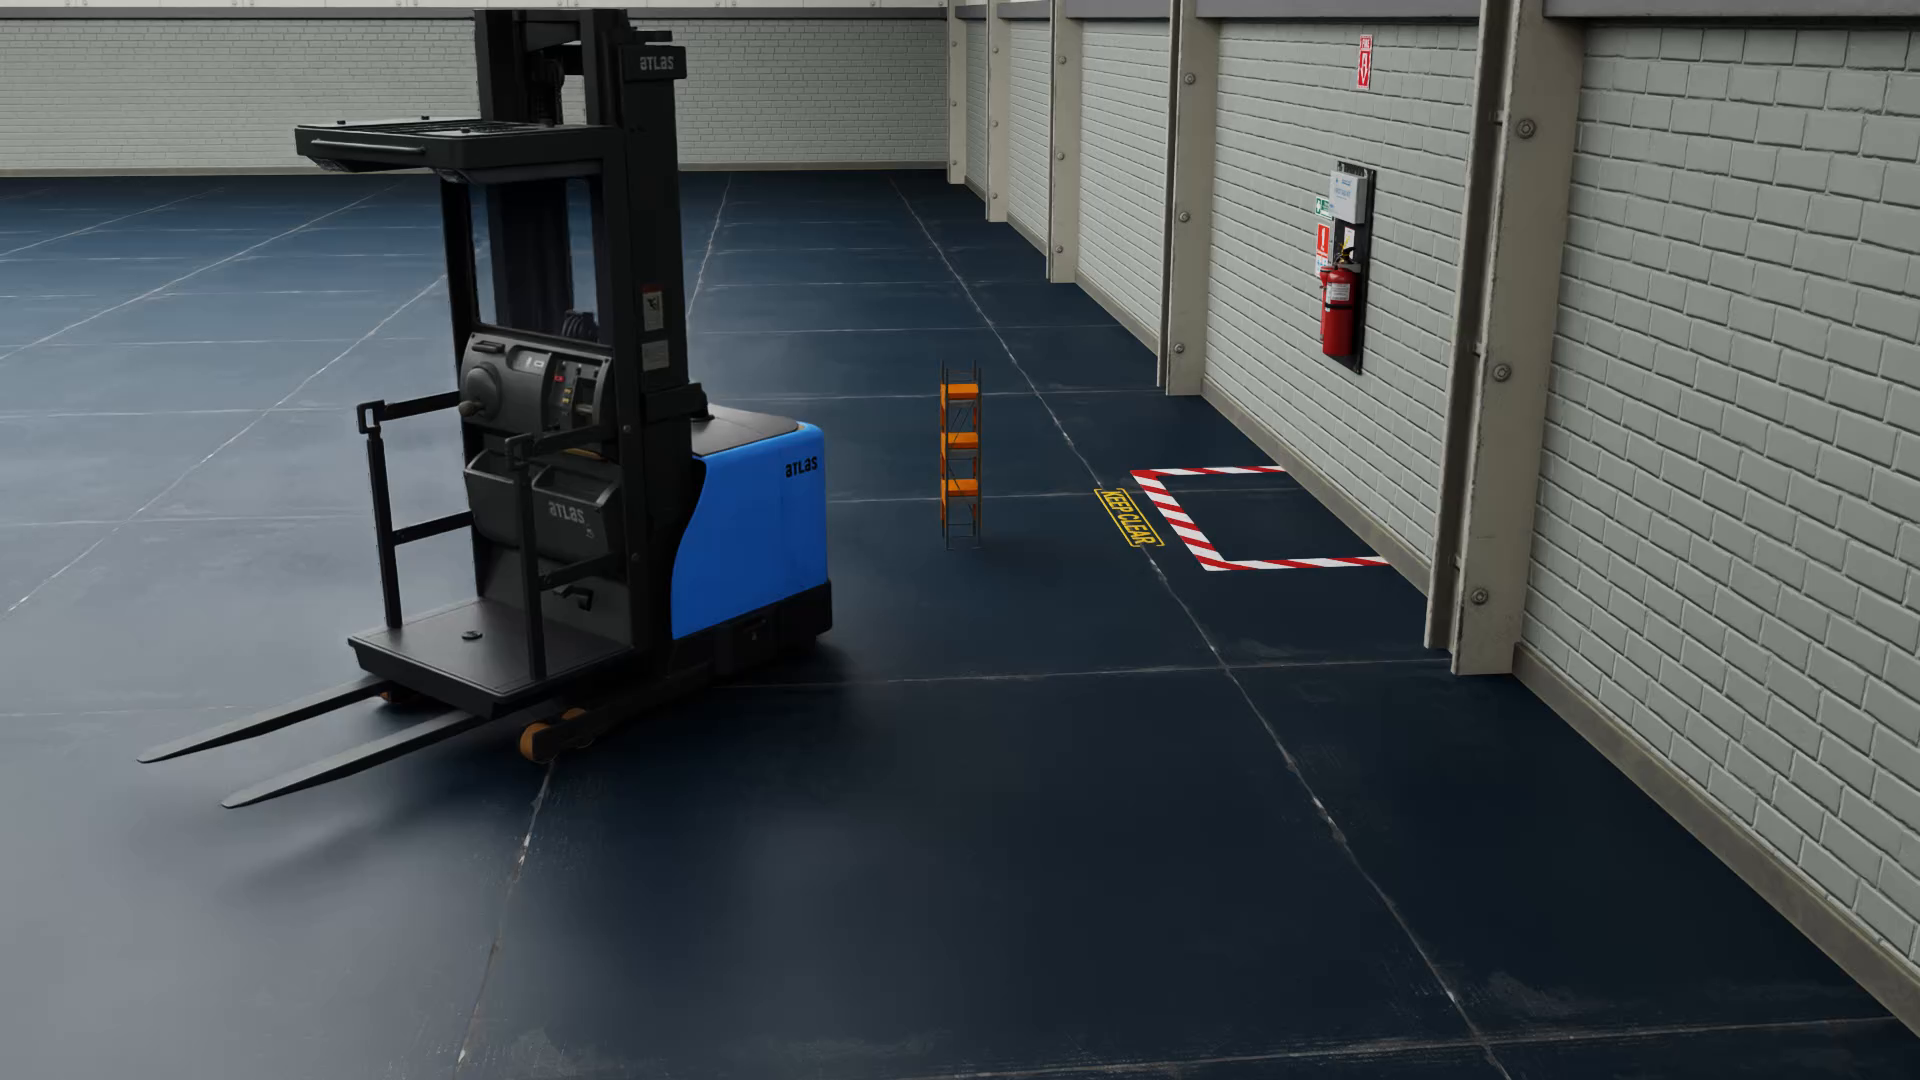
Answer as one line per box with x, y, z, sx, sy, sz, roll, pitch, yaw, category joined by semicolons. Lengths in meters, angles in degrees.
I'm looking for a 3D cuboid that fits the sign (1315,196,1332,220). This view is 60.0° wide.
2.241;-2.044;10.236;0.001;0.109;0.331;-2;18;-6;sign

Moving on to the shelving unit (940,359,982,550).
0.006;-0.485;9.469;0.215;1.050;0.252;-2;18;-6;shelving unit

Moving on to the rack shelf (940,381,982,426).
0.006;-0.746;9.387;0.215;0.259;0.240;-2;18;-6;rack shelf

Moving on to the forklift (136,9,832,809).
-1.925;-0.653;6.863;1.130;2.935;3.031;13;22;36;forklift

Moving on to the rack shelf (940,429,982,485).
0.006;-0.475;9.472;0.215;0.259;0.240;-2;18;-6;rack shelf

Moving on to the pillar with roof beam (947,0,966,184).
-4.337;-10.750;28.896;9.100;9.000;0.400;-2;18;-6;pillar with roof beam

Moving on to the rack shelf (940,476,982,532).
0.006;-0.210;9.555;0.215;0.259;0.240;-2;18;-6;rack shelf

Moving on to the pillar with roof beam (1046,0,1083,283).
-3.099;-7.175;17.508;9.100;9.000;0.400;-2;18;-6;pillar with roof beam

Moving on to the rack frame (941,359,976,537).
-0.007;-0.521;9.585;0.200;1.050;0.008;-2;18;-6;rack frame

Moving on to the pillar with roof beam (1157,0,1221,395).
-2.481;-5.387;11.814;9.100;9.000;0.400;-2;18;-6;pillar with roof beam

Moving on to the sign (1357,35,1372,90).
2.302;-2.719;9.461;0.001;0.298;0.199;-2;18;-6;sign

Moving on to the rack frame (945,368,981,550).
0.018;-0.449;9.353;0.200;1.050;0.008;-2;18;-6;rack frame

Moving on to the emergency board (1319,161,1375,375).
2.203;-1.608;9.791;0.194;1.169;0.643;-2;18;-6;emergency board

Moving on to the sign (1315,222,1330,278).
2.249;-1.793;10.320;0.001;0.329;0.234;-2;18;-6;sign

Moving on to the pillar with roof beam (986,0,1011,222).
-3.718;-8.963;23.202;9.100;9.000;0.400;-2;18;-6;pillar with roof beam

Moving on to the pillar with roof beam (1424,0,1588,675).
-1.862;-3.600;6.120;9.100;9.000;0.400;-2;18;-6;pillar with roof beam
